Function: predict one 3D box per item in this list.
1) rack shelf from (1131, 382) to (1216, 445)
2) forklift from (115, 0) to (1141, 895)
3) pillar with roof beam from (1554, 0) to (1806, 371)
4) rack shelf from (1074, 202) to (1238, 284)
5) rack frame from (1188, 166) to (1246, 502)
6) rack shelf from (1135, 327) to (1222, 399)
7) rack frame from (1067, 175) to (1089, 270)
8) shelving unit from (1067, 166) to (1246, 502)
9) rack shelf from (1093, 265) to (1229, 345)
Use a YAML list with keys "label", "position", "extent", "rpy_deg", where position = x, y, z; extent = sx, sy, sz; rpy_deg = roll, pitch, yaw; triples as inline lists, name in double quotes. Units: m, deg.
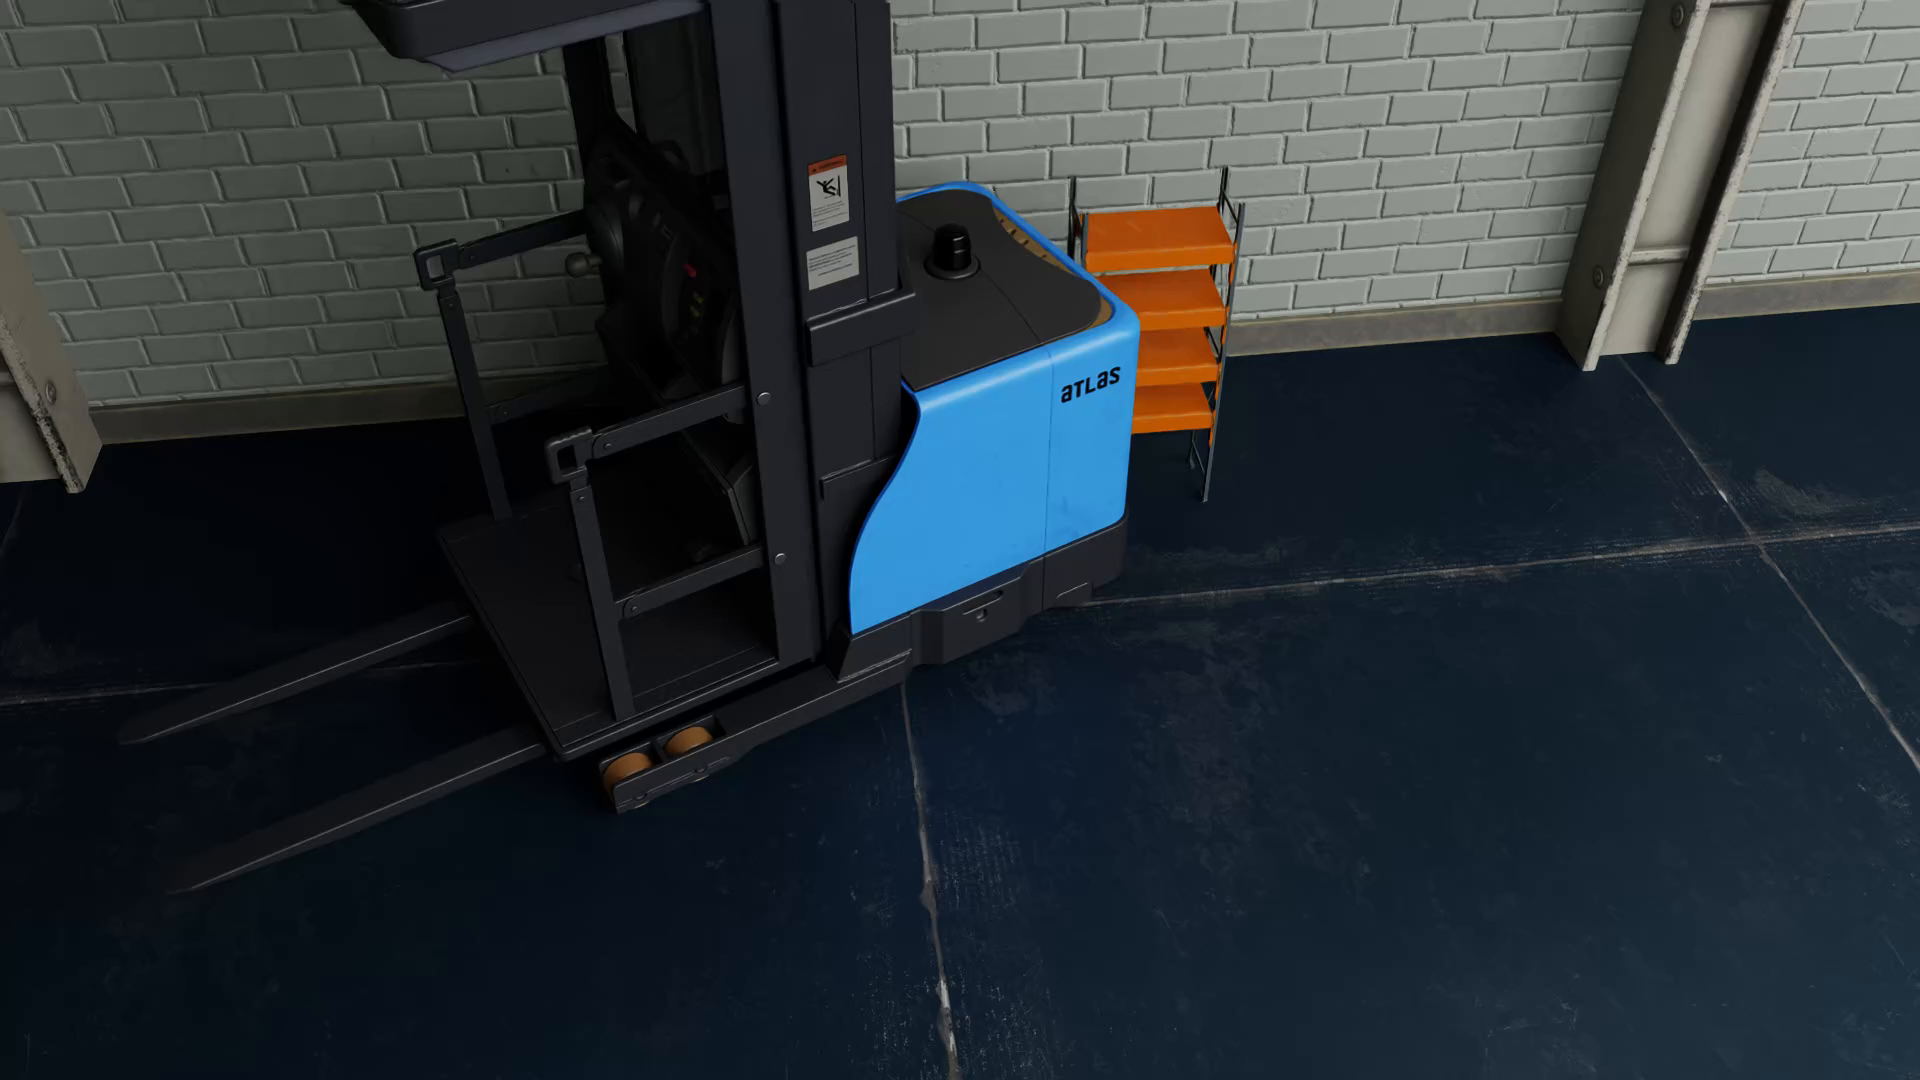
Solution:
- label: "rack shelf"
  position: [0.612, -0.444, 5.743]
  extent: [0.480, 0.148, 0.258]
  rpy_deg: [-5, 42, -5]
- label: "forklift"
  position: [-0.977, -0.707, 4.346]
  extent: [3.031, 2.935, 1.130]
  rpy_deg: [-22, 47, -23]
- label: "pillar with roof beam"
  position: [3.158, -1.260, 0.429]
  extent: [0.400, 9.000, 9.100]
  rpy_deg: [-5, 42, -6]
- label: "rack shelf"
  position: [0.612, -0.933, 5.302]
  extent: [0.480, 0.148, 0.258]
  rpy_deg: [-5, 42, -5]
- label: "rack frame"
  position: [0.855, -0.661, 5.587]
  extent: [0.015, 1.200, 0.240]
  rpy_deg: [-5, 42, -5]
- label: "rack shelf"
  position: [0.612, -0.591, 5.610]
  extent: [0.480, 0.148, 0.258]
  rpy_deg: [-5, 42, -5]
- label: "rack frame"
  position: [0.370, -0.621, 5.543]
  extent: [0.015, 1.200, 0.240]
  rpy_deg: [-5, 42, -5]
- label: "shelving unit"
  position: [0.612, -0.641, 5.565]
  extent: [0.503, 1.200, 0.258]
  rpy_deg: [-5, 42, -5]
- label: "rack shelf"
  position: [0.612, -0.757, 5.460]
  extent: [0.480, 0.148, 0.258]
  rpy_deg: [-5, 42, -5]
